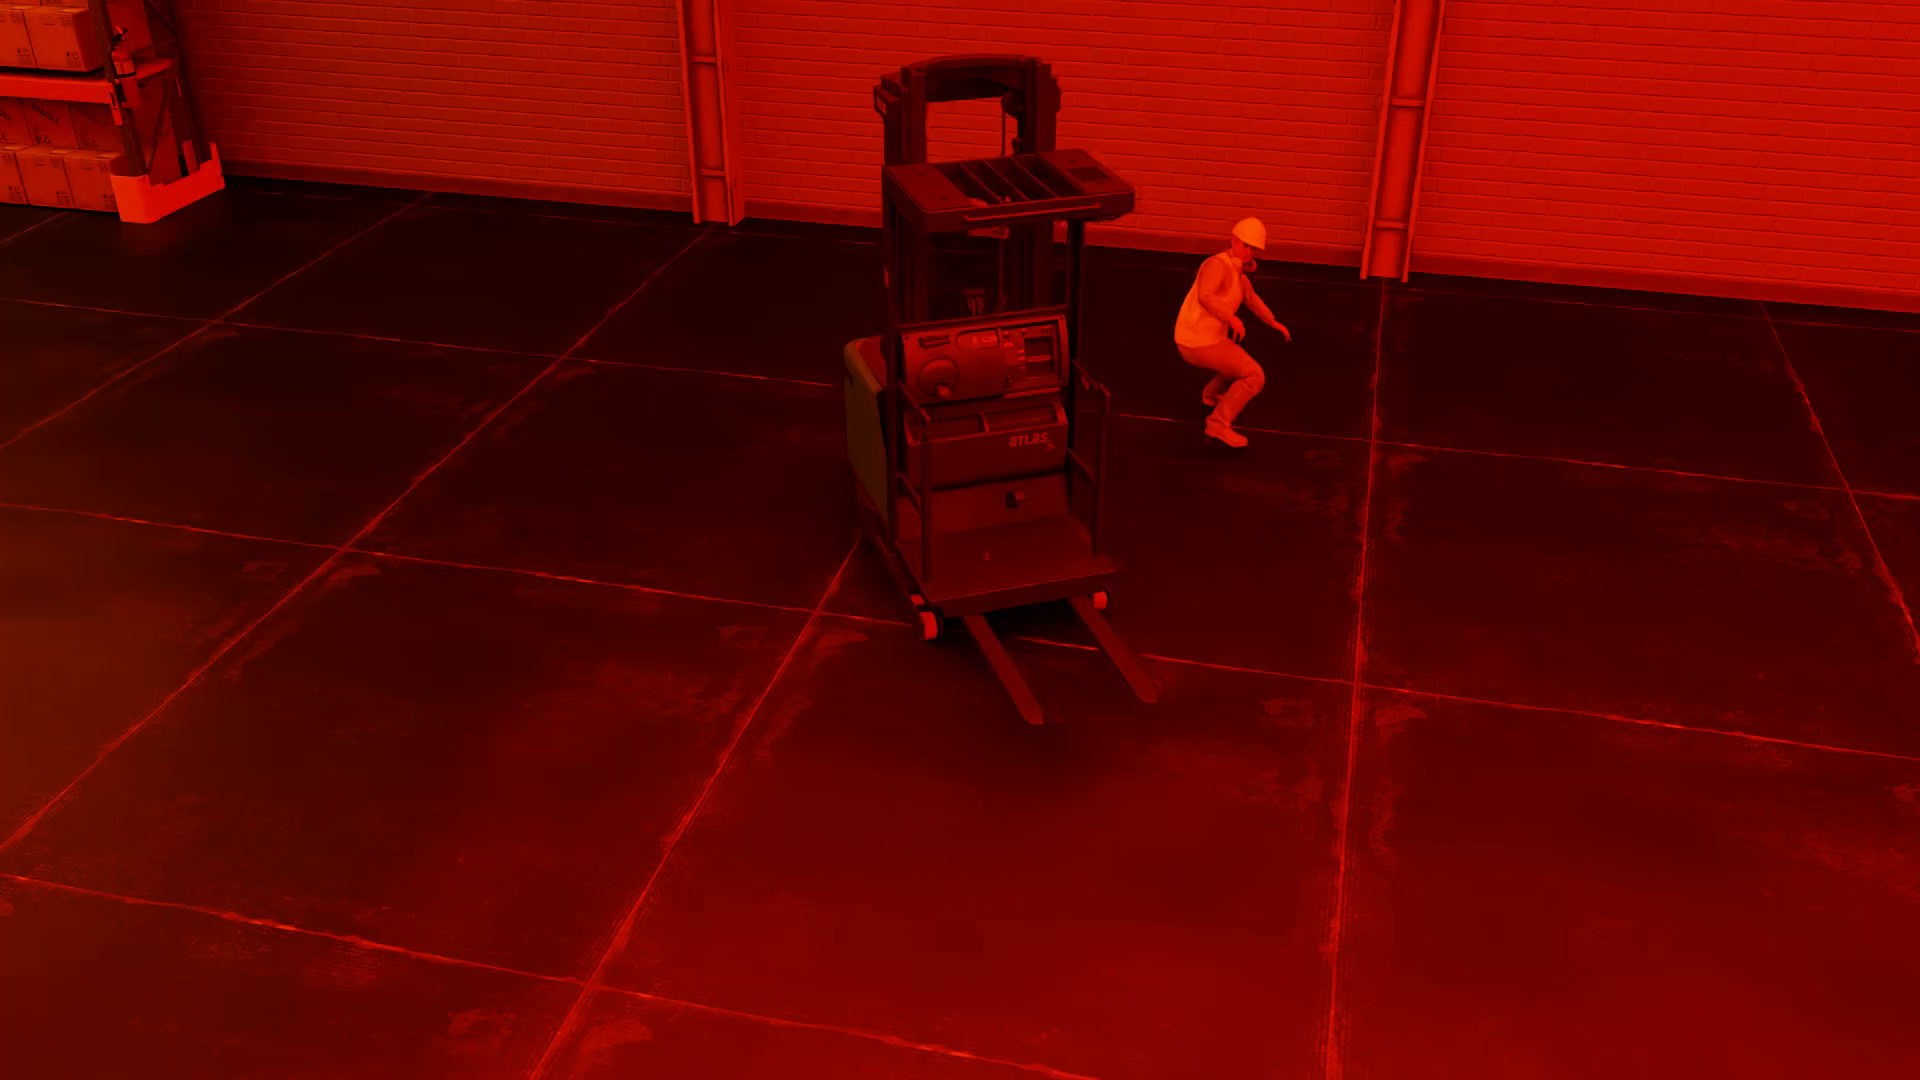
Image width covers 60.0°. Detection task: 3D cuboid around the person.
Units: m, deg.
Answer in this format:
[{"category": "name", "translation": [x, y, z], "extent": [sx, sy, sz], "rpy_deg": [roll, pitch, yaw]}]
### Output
[{"category": "person", "translation": [1.827, -1.397, 11.138], "extent": [0.763, 1.550, 0.891], "rpy_deg": [6, 30, 11]}]

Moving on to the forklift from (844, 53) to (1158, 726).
[{"category": "forklift", "translation": [0.211, -0.941, 8.831], "extent": [1.130, 2.935, 3.031], "rpy_deg": [-9, 31, -15]}]
